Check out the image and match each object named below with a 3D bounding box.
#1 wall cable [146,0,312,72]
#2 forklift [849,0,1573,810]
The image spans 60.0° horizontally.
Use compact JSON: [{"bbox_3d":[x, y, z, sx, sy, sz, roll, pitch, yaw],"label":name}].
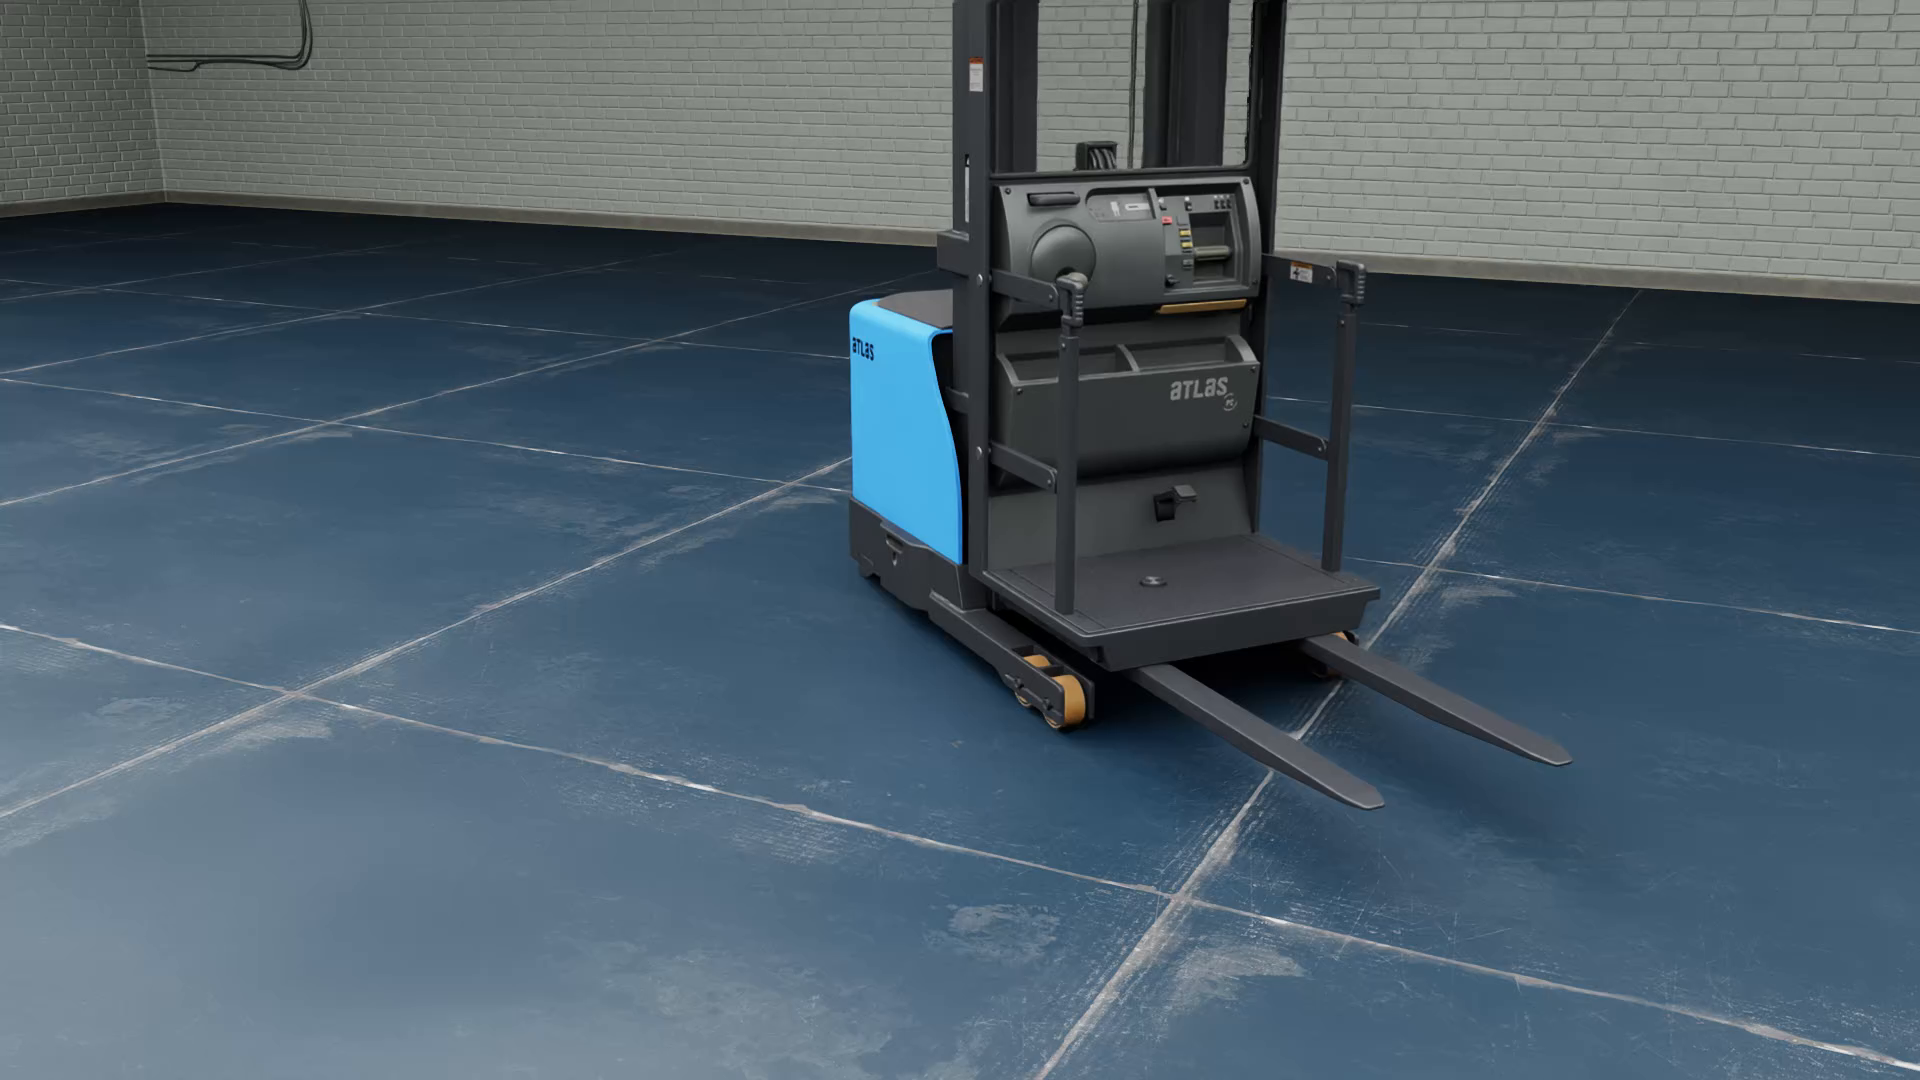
[{"bbox_3d":[-9.333,-7.154,20.759,3.097,2.526,0.112,8,18,25],"label":"wall cable"},{"bbox_3d":[0.648,-0.969,5.137,1.130,2.935,3.031,-8,18,-24],"label":"forklift"}]
